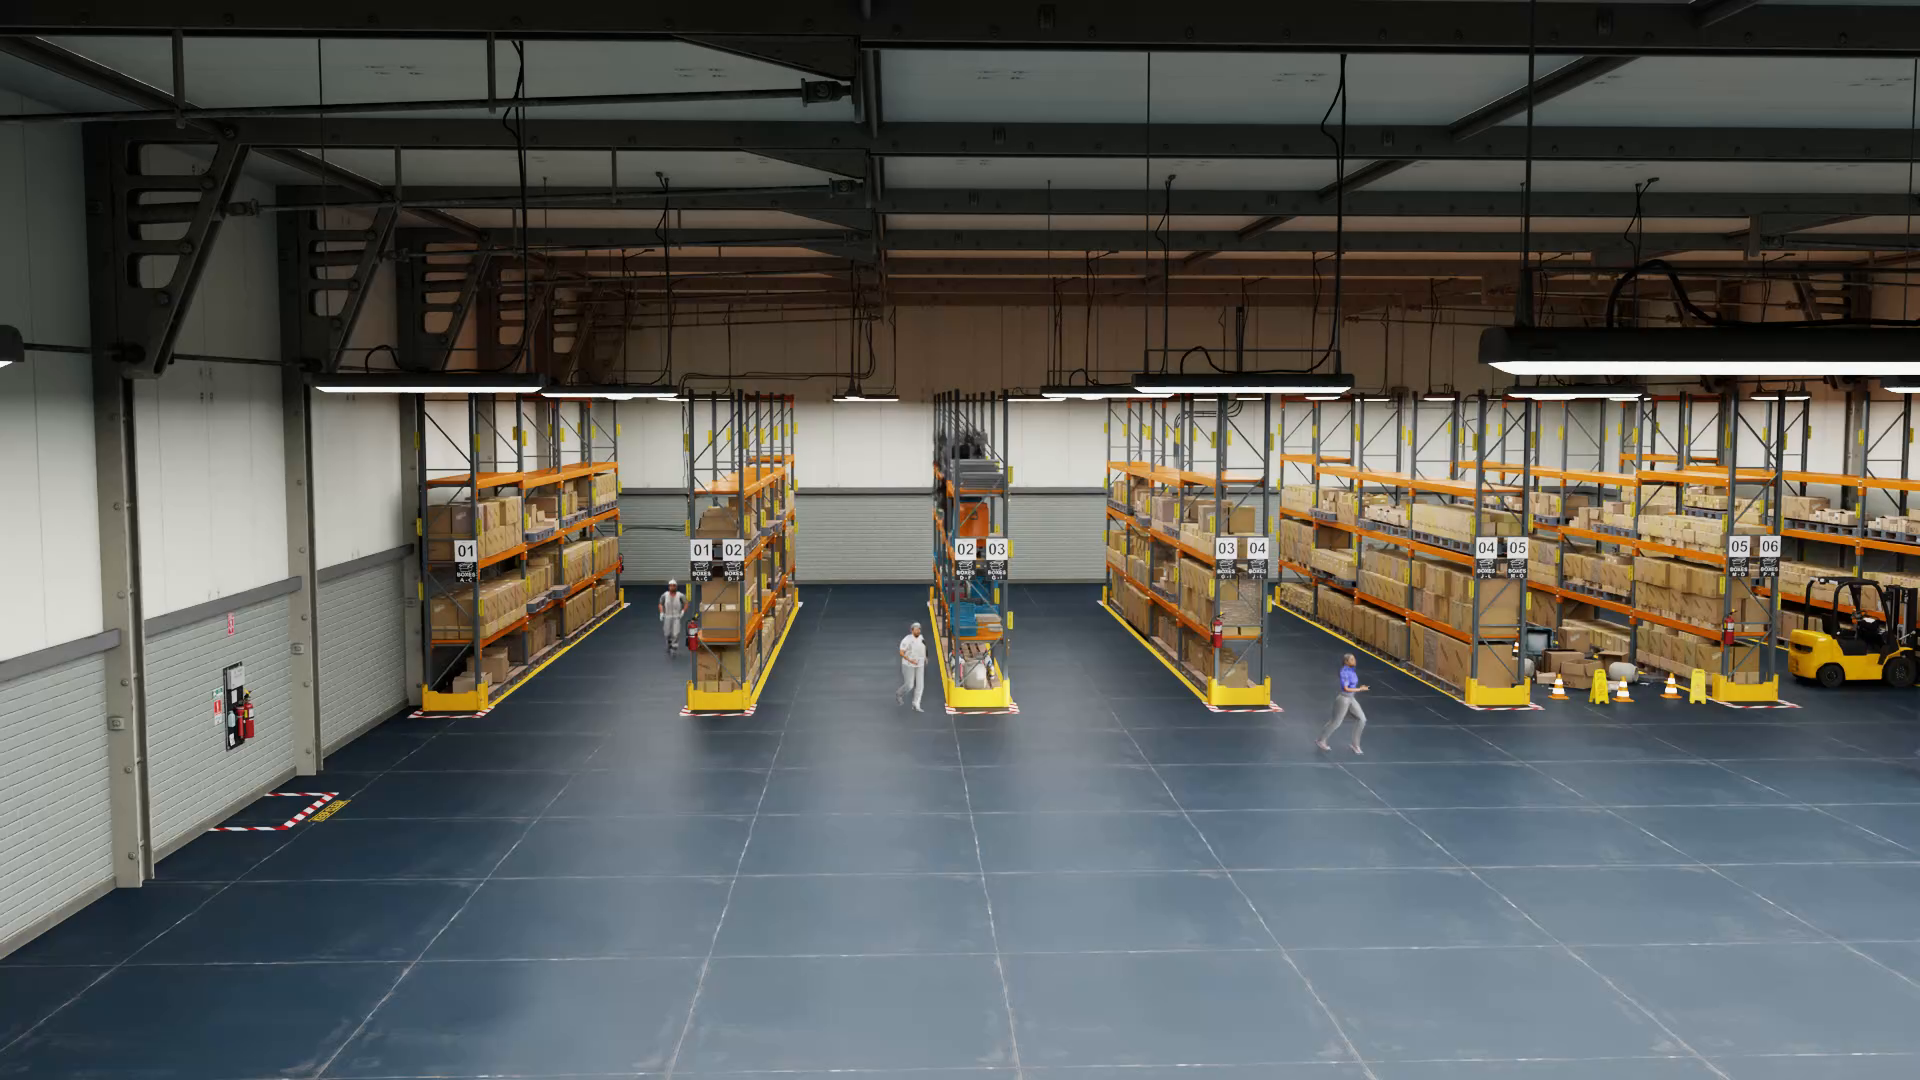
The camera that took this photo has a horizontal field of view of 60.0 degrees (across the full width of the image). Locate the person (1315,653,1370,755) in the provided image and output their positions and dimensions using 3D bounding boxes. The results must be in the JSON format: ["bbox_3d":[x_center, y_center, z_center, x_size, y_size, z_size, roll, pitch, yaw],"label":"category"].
[{"bbox_3d":[6.300,2.683,27.260,0.885,1.697,0.584,3,6,33],"label":"person"}]

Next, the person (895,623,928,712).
[{"bbox_3d":[-0.887,2.374,31.249,0.632,1.672,0.724,-3,6,-35],"label":"person"}]

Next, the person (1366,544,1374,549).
[{"bbox_3d":[12.252,0.916,49.227,0.746,1.619,0.532,0,5,4],"label":"person"}]

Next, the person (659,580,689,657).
[{"bbox_3d":[-6.491,1.778,37.699,0.673,1.751,0.590,0,5,-5],"label":"person"}]
